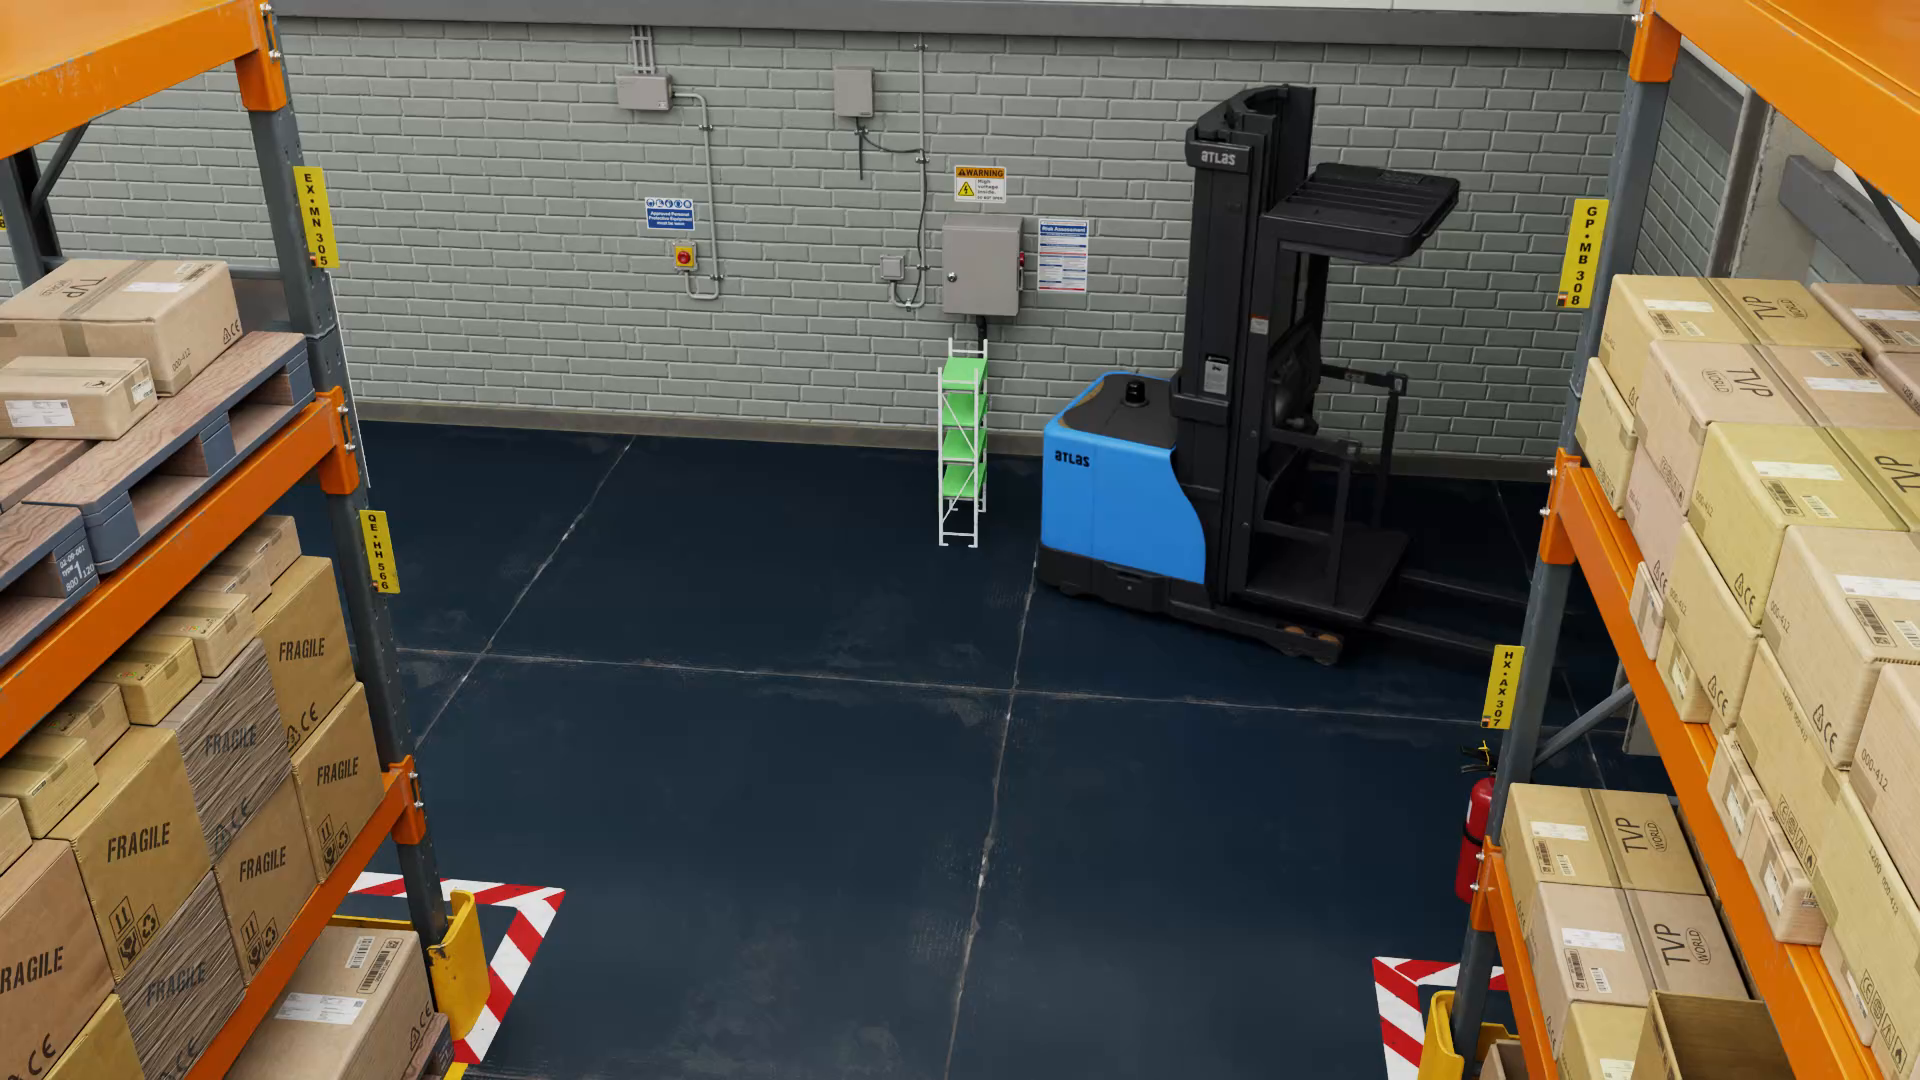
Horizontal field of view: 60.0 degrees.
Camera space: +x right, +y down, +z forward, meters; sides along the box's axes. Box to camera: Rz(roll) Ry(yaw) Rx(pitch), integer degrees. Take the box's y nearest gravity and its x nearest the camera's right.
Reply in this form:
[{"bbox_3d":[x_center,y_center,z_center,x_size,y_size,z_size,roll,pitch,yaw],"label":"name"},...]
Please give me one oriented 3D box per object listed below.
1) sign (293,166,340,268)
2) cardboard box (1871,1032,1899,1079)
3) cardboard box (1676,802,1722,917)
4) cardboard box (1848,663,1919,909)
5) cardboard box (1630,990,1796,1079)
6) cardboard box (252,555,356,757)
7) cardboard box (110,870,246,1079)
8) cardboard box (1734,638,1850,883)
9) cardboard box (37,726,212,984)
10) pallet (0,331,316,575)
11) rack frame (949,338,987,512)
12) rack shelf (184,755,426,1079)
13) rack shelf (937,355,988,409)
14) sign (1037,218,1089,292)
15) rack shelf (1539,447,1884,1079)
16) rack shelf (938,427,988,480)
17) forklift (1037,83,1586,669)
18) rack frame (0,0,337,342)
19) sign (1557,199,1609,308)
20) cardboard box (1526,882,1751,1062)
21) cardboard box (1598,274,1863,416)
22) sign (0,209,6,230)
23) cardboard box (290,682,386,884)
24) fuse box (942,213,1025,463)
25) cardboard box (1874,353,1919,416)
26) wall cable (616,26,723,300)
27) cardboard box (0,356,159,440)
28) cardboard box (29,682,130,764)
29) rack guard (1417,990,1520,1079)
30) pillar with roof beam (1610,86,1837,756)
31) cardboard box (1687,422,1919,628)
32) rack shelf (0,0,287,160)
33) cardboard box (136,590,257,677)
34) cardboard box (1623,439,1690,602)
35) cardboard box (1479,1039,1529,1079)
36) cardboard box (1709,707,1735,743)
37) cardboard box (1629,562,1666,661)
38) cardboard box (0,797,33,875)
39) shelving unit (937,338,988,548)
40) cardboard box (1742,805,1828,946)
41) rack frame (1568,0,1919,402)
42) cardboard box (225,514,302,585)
[{"bbox_3d":[-2.037,-1.019,5.257,0.100,0.325,0.005,3,28,6],"label":"sign"},{"bbox_3d":[1.785,0.912,2.790,0.380,0.149,0.250,4,29,8],"label":"cardboard box"},{"bbox_3d":[2.560,1.073,5.233,0.500,0.250,0.500,4,29,8],"label":"cardboard box"},{"bbox_3d":[1.810,0.454,2.692,0.500,0.250,0.500,4,29,7],"label":"cardboard box"},{"bbox_3d":[1.847,1.415,3.808,0.500,0.500,0.500,4,29,7],"label":"cardboard box"},{"bbox_3d":[-2.396,0.375,5.523,0.500,0.500,0.500,4,29,8],"label":"cardboard box"},{"bbox_3d":[-2.500,1.295,4.870,0.500,0.500,0.500,4,29,8],"label":"cardboard box"},{"bbox_3d":[1.870,0.439,3.247,0.500,0.250,0.500,3,28,5],"label":"cardboard box"},{"bbox_3d":[-2.495,0.856,4.631,0.500,0.500,0.500,3,28,6],"label":"cardboard box"},{"bbox_3d":[-2.654,-0.313,4.891,1.003,0.211,1.213,3,28,6],"label":"pallet"},{"bbox_3d":[0.050,-0.721,10.615,0.240,1.200,0.015,3,28,6],"label":"rack frame"},{"bbox_3d":[-2.819,1.877,4.654,1.077,0.370,4.000,3,28,6],"label":"rack shelf"},{"bbox_3d":[0.020,-0.972,10.205,0.258,0.148,0.480,3,28,6],"label":"rack shelf"},{"bbox_3d":[0.677,-1.873,10.956,0.329,0.494,0.001,3,28,6],"label":"sign"},{"bbox_3d":[2.108,0.843,3.410,1.077,0.370,4.000,3,28,6],"label":"rack shelf"},{"bbox_3d":[0.020,-0.550,10.432,0.258,0.148,0.480,3,28,6],"label":"rack shelf"},{"bbox_3d":[2.016,-0.884,9.092,3.031,2.935,1.130,14,31,24],"label":"forklift"},{"bbox_3d":[-2.574,-2.022,4.808,1.000,3.000,0.127,3,28,6],"label":"rack frame"},{"bbox_3d":[1.815,-0.831,4.838,0.100,0.325,0.005,3,28,6],"label":"sign"},{"bbox_3d":[1.969,1.276,4.856,0.500,0.250,0.500,4,29,7],"label":"cardboard box"},{"bbox_3d":[2.049,-0.506,4.473,0.500,0.250,0.500,3,28,6],"label":"cardboard box"},{"bbox_3d":[-3.124,-1.156,5.358,0.100,0.325,0.005,3,28,6],"label":"sign"},{"bbox_3d":[-2.370,0.817,5.757,0.500,0.500,0.500,4,29,6],"label":"cardboard box"},{"bbox_3d":[0.161,-1.279,11.112,0.539,1.711,0.414,3,28,6],"label":"fuse box"},{"bbox_3d":[2.511,-0.230,3.961,0.500,0.250,0.500,3,28,5],"label":"cardboard box"},{"bbox_3d":[-1.906,-2.498,10.912,0.585,1.953,0.123,3,28,6],"label":"wall cable"},{"bbox_3d":[-2.511,-0.401,4.678,0.380,0.149,0.250,1,28,2],"label":"cardboard box"},{"bbox_3d":[-2.548,0.512,4.585,0.380,0.149,0.250,3,28,6],"label":"cardboard box"},{"bbox_3d":[2.344,2.042,6.225,1.175,0.500,0.348,3,28,6],"label":"rack guard"},{"bbox_3d":[-0.695,-3.203,6.999,9.100,9.000,0.400,3,28,6],"label":"pillar with roof beam"},{"bbox_3d":[1.921,-0.030,3.590,0.500,0.250,0.500,3,28,5],"label":"cardboard box"},{"bbox_3d":[-2.819,-0.588,3.326,1.077,0.370,4.000,3,28,6],"label":"rack shelf"},{"bbox_3d":[-2.374,0.277,5.022,0.380,0.149,0.250,3,28,6],"label":"cardboard box"},{"bbox_3d":[1.986,-0.046,4.148,0.500,0.250,0.500,4,29,7],"label":"cardboard box"},{"bbox_3d":[2.184,2.102,5.667,0.797,0.503,0.637,2,28,4],"label":"cardboard box"},{"bbox_3d":[1.902,0.432,3.680,0.380,0.149,0.250,3,28,6],"label":"cardboard box"},{"bbox_3d":[1.896,0.188,4.132,0.380,0.149,0.250,4,29,7],"label":"cardboard box"},{"bbox_3d":[-2.572,0.756,4.133,0.380,0.149,0.250,4,29,8],"label":"cardboard box"},{"bbox_3d":[0.020,-0.606,10.402,0.258,1.200,0.503,3,28,6],"label":"shelving unit"},{"bbox_3d":[1.773,0.666,3.246,0.380,0.149,0.250,4,29,7],"label":"cardboard box"},{"bbox_3d":[2.353,-1.736,4.276,1.000,3.000,0.127,3,28,6],"label":"rack frame"},{"bbox_3d":[-2.419,0.030,5.481,0.380,0.149,0.250,4,29,7],"label":"cardboard box"}]
